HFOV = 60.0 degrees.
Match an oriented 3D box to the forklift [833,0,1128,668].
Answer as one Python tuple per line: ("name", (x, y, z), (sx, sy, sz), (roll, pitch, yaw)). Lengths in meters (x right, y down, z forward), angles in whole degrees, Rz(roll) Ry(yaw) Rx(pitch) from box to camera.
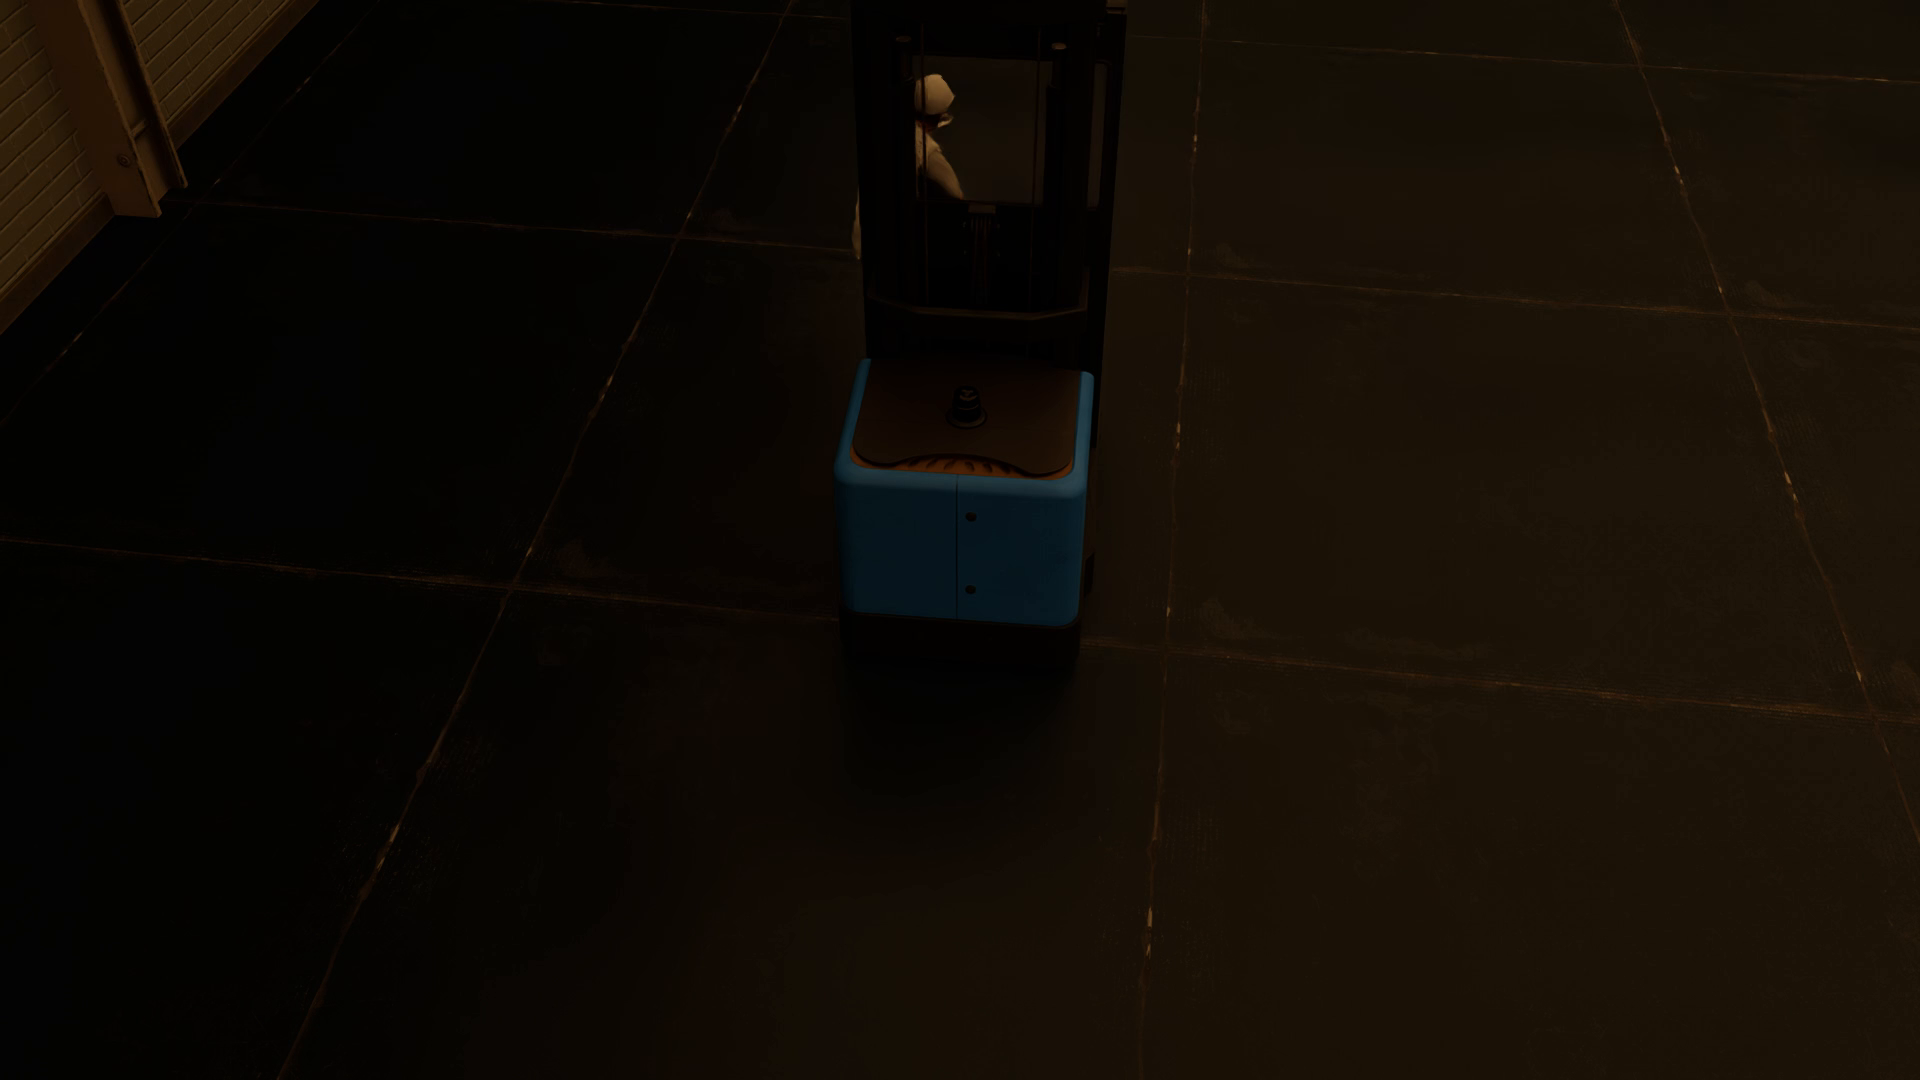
("forklift", (0.139, -1.523, 7.382), (1.130, 2.935, 3.031), (4, 43, 4))

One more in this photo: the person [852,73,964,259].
("person", (-0.047, -1.574, 8.159), (1.123, 1.432, 0.930), (29, 50, 28))
